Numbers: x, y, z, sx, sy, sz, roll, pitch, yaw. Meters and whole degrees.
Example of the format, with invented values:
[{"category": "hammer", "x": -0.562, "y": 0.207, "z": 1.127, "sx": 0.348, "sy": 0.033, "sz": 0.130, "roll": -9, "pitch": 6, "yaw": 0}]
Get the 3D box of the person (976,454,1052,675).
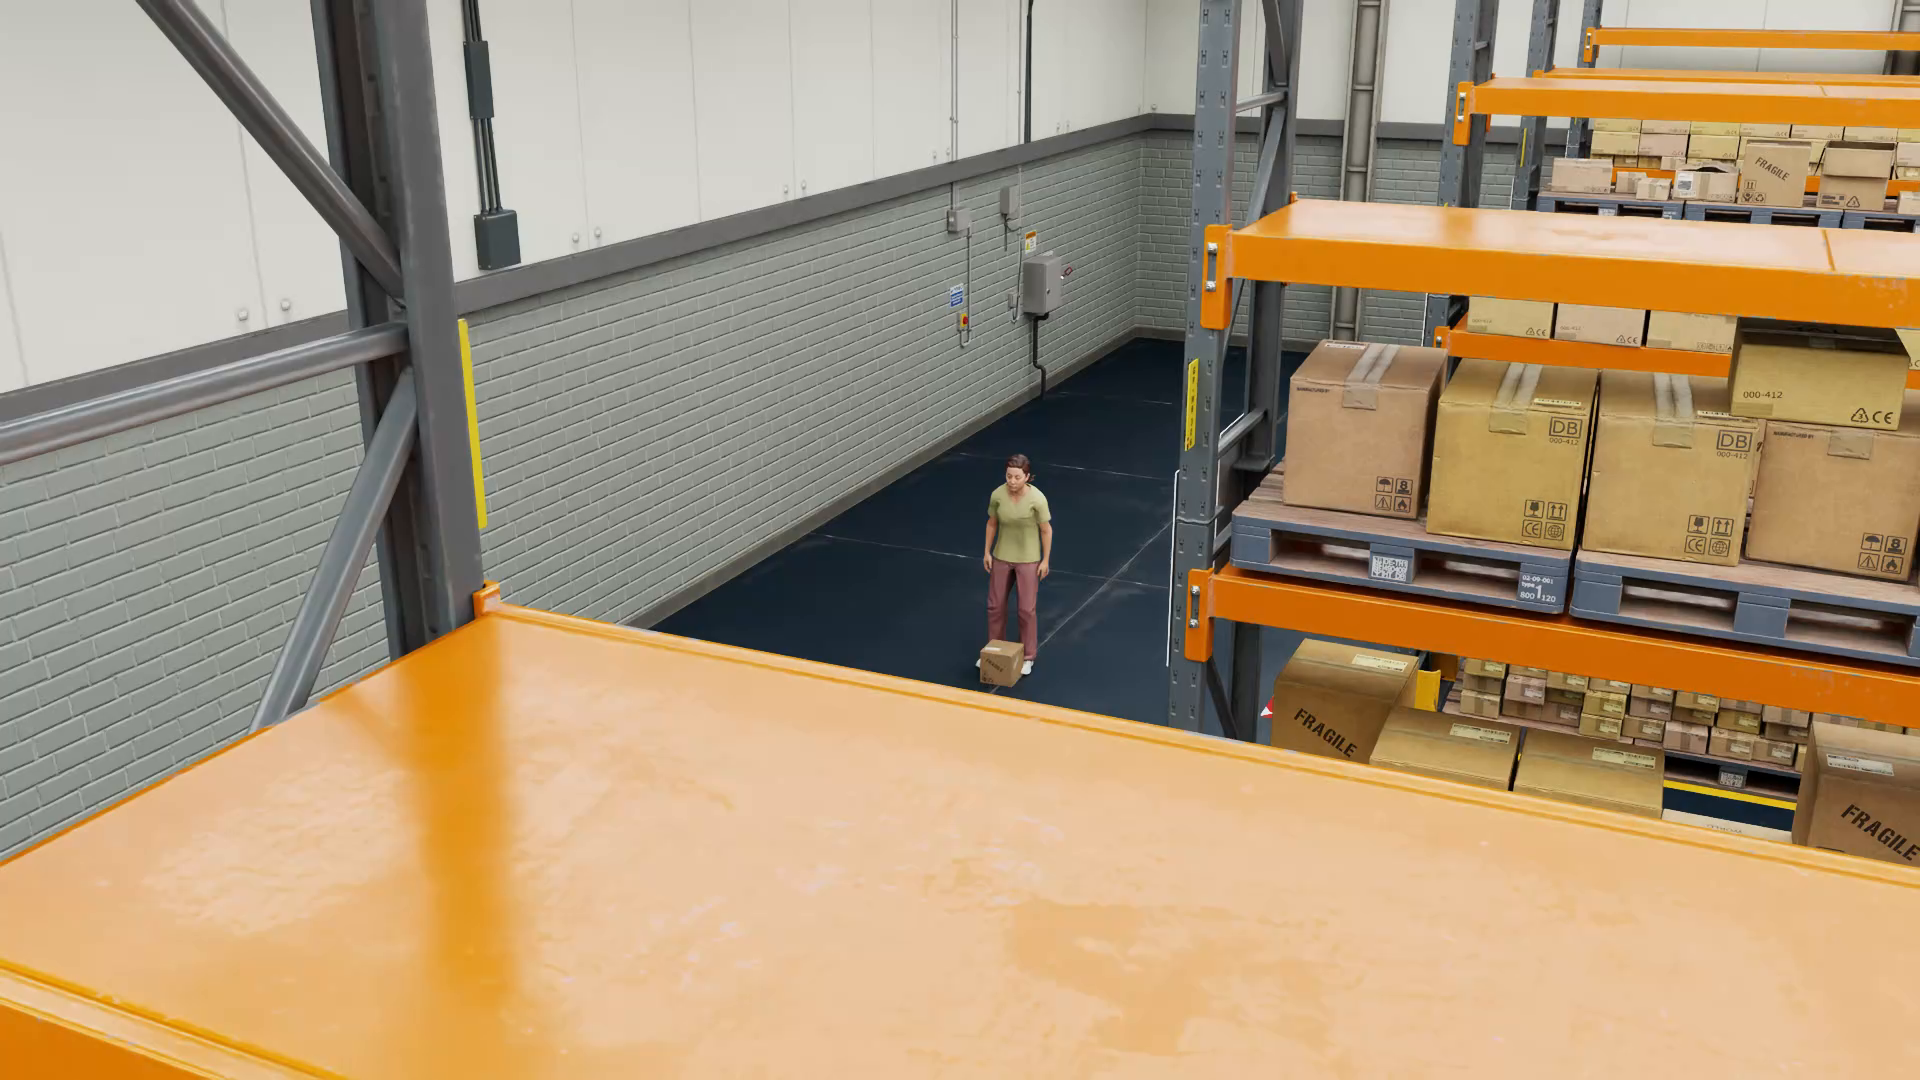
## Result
[{"category": "person", "x": 0.405, "y": 0.173, "z": 12.247, "sx": 0.521, "sy": 1.652, "sz": 0.344, "roll": 7, "pitch": 20, "yaw": 20}]
